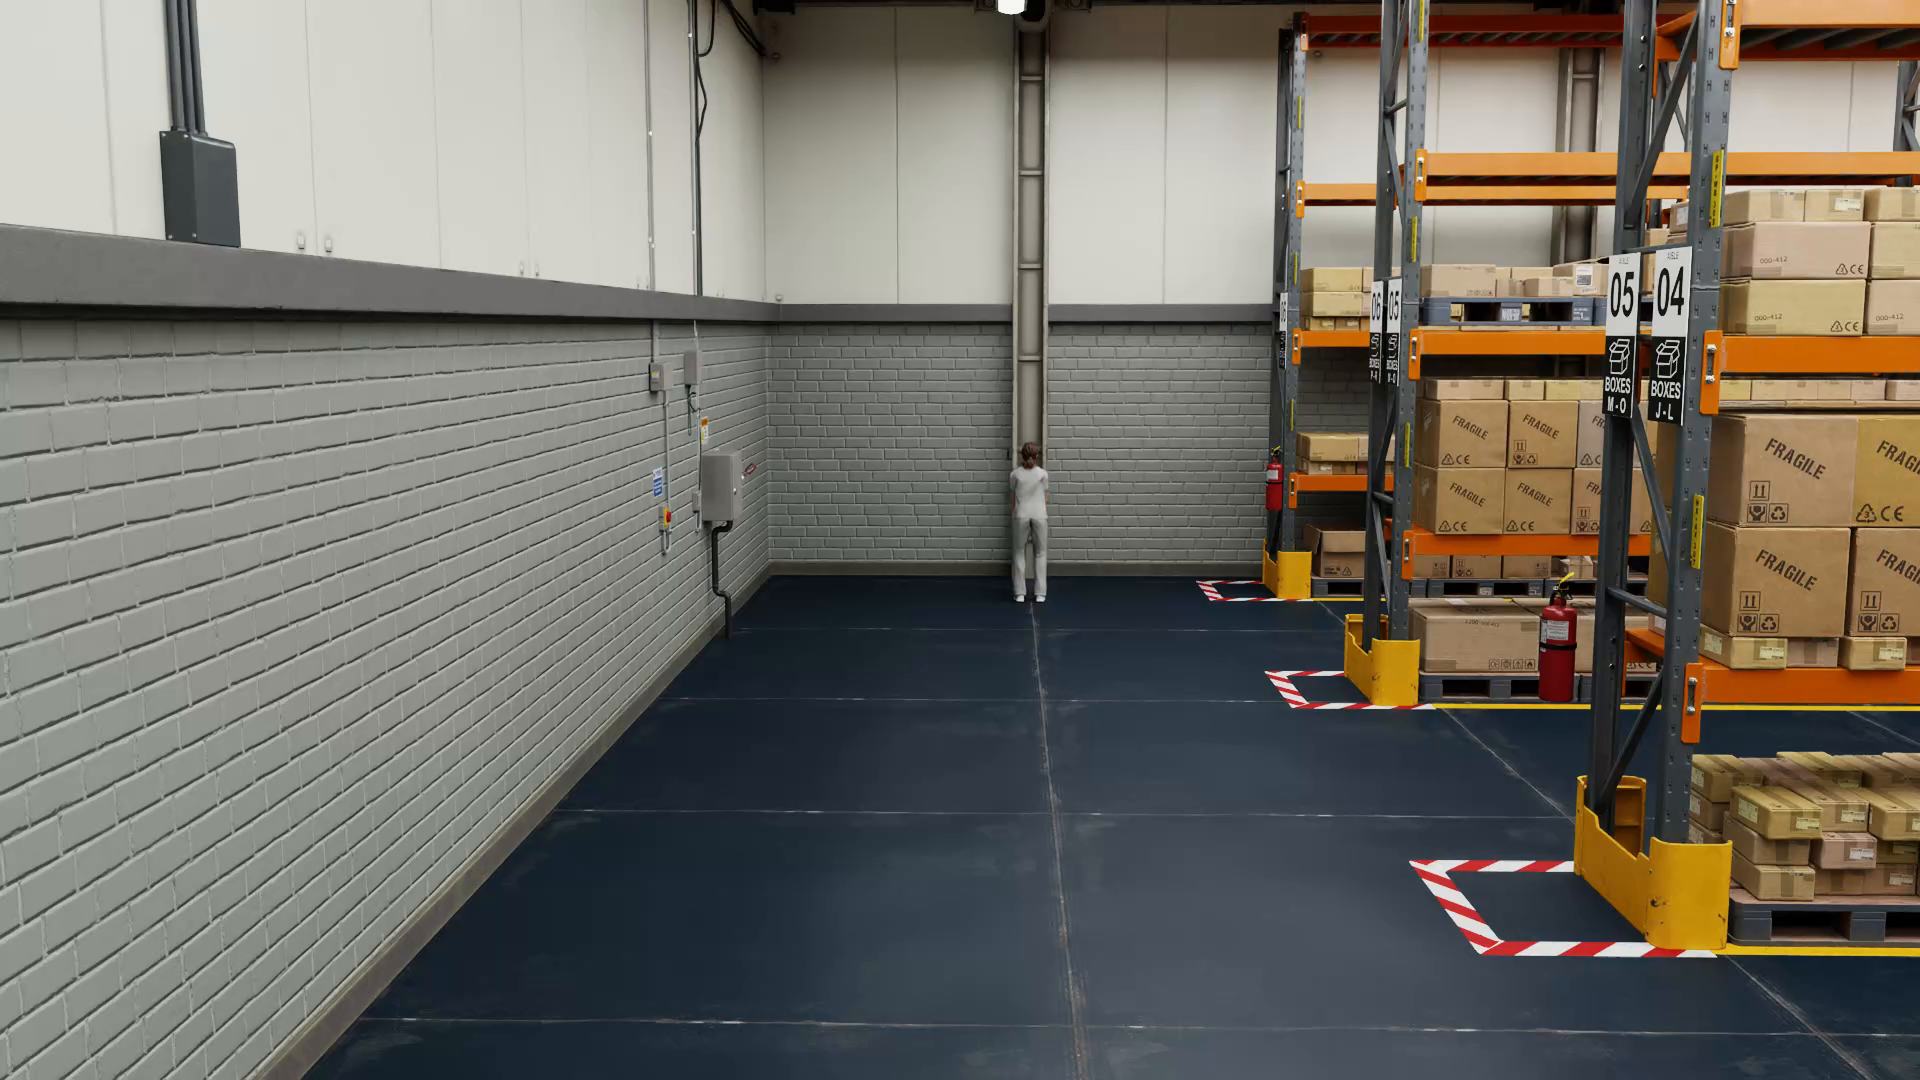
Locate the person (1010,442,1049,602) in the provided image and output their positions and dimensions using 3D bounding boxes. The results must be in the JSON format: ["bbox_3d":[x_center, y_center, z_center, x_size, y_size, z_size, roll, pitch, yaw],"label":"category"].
[{"bbox_3d":[0.719,-0.198,17.378,0.410,1.667,0.507,0,7,0],"label":"person"}]
